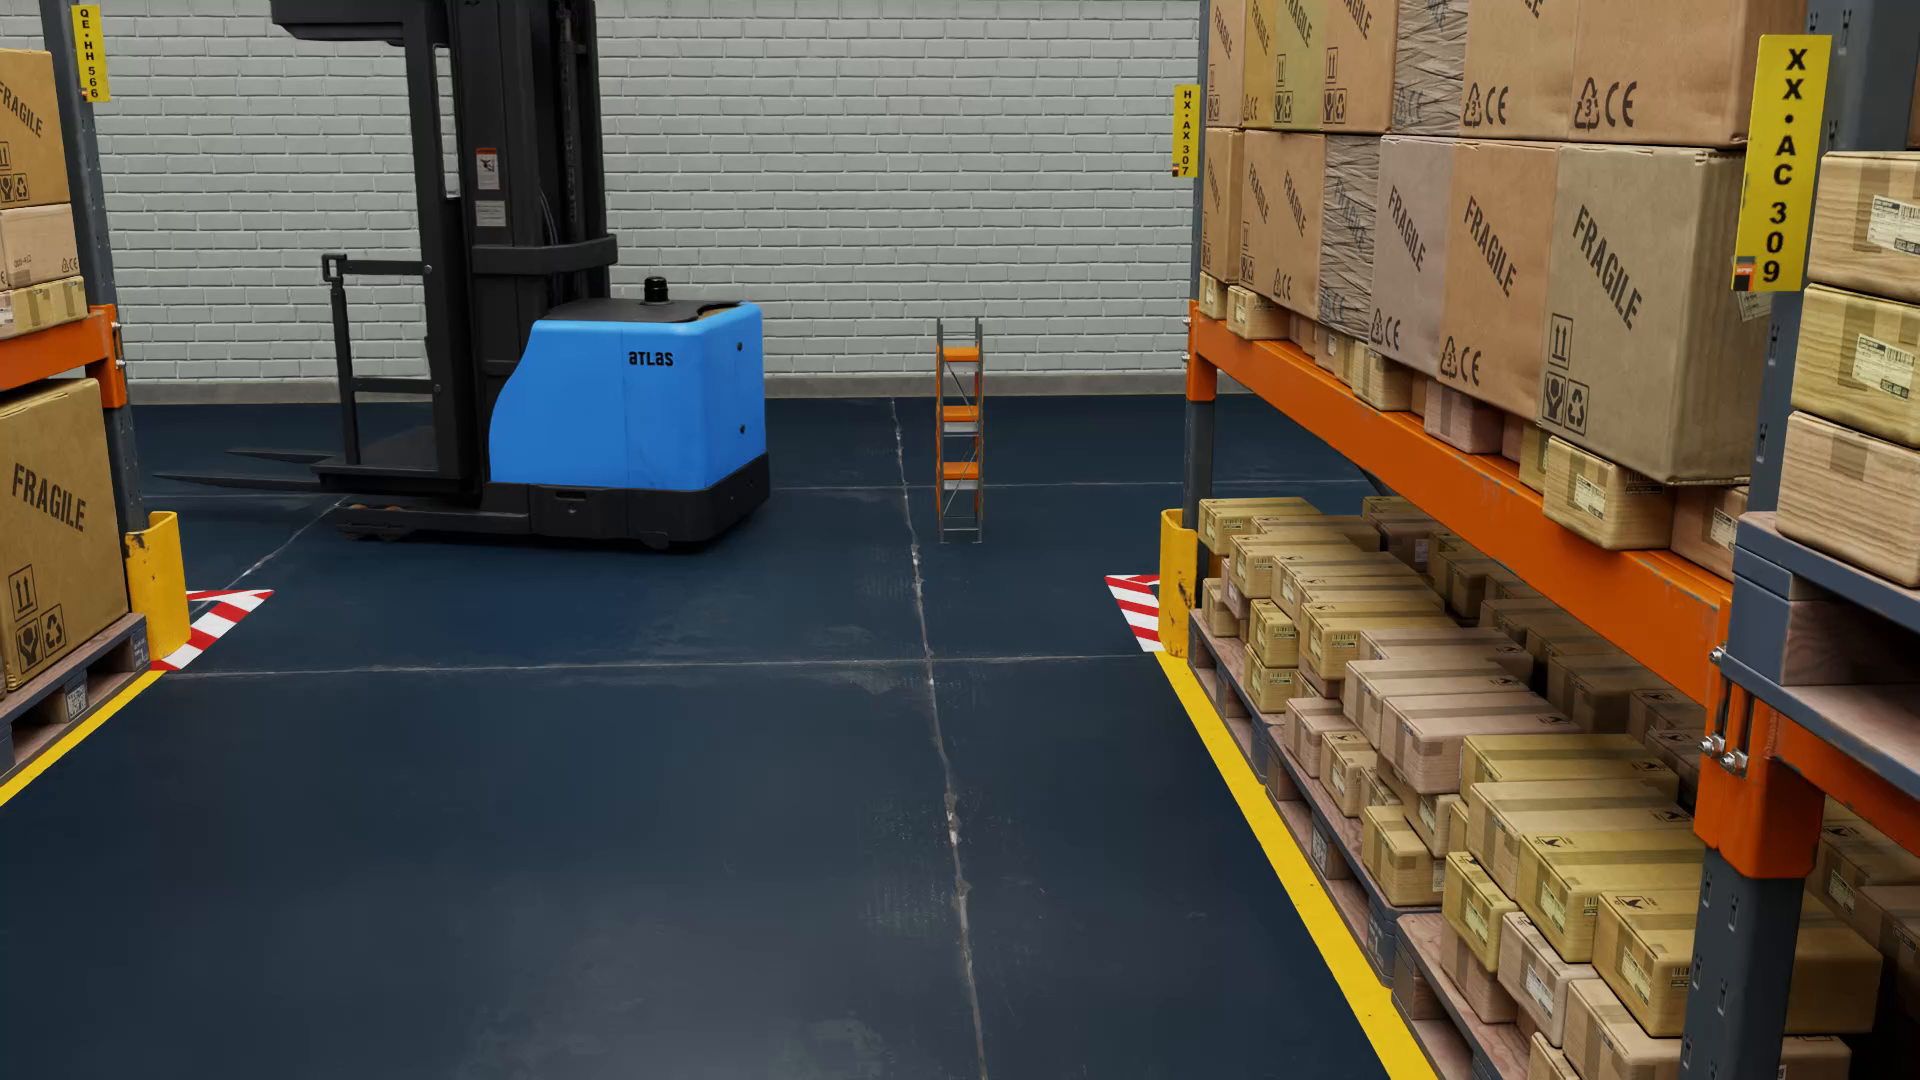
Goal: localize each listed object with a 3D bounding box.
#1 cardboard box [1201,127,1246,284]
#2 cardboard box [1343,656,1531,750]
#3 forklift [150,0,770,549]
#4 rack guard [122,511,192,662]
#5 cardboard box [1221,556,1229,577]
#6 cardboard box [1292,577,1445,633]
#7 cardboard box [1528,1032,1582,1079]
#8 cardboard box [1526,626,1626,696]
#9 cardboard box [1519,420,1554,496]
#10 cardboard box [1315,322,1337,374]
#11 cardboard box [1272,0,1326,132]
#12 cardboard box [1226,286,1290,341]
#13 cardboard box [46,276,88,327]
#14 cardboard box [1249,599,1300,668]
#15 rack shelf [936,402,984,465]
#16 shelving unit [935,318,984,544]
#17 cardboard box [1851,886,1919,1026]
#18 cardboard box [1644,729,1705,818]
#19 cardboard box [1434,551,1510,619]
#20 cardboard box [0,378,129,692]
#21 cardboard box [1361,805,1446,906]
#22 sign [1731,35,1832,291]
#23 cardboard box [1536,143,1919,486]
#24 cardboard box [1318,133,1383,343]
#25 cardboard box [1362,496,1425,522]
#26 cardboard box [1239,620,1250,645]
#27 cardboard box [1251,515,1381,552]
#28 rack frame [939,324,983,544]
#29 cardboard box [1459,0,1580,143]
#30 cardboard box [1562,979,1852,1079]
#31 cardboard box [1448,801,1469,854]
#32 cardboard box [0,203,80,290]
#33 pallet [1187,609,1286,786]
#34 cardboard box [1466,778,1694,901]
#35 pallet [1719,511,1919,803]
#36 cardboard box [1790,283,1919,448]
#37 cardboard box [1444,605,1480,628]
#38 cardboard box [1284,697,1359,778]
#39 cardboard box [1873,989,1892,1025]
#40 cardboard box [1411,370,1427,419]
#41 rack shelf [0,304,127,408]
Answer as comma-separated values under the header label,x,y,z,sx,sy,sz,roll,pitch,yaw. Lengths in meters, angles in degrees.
label,x,y,z,sx,sy,sz,roll,pitch,yaw
cardboard box,1.118,-1.151,5.681,0.500,0.500,0.500,0,14,-1
cardboard box,1.178,0.402,4.128,0.380,0.149,0.250,-1,14,-5
forklift,-2.553,-1.540,8.130,3.031,2.935,1.130,3,15,11
rack guard,-3.592,0.182,6.315,1.175,0.500,0.348,-1,14,-3
cardboard box,1.142,0.094,5.925,0.380,0.149,0.250,0,14,-1
cardboard box,1.190,0.212,4.869,0.380,0.149,0.250,0,14,-1
cardboard box,1.249,1.006,2.976,0.380,0.149,0.250,-1,14,-3
cardboard box,1.728,0.332,4.400,0.380,0.149,0.250,-1,14,-3
cardboard box,1.281,-0.155,3.112,0.380,0.149,0.250,0,14,-1
cardboard box,1.211,-0.544,4.626,0.380,0.149,0.250,-1,14,-5
cardboard box,1.176,-1.380,4.565,0.500,0.500,0.500,-1,14,-5
cardboard box,1.079,-0.736,5.372,0.380,0.149,0.250,-1,14,-5
cardboard box,-3.240,-0.817,5.688,0.380,0.149,0.250,-1,14,-2
cardboard box,1.114,0.288,5.171,0.380,0.149,0.250,0,14,-2
rack shelf,-0.003,-0.511,7.950,0.215,0.259,0.240,-1,14,-3
shelving unit,-0.003,-0.522,7.947,0.215,1.050,0.252,-1,14,-3
cardboard box,1.799,0.721,2.888,0.380,0.149,0.250,0,14,-1
cardboard box,1.737,0.525,3.650,0.380,0.149,0.250,-1,14,-5
cardboard box,1.705,0.134,5.170,0.380,0.149,0.250,-1,15,-6
cardboard box,-3.471,-0.039,5.579,0.875,0.875,0.875,-1,14,-3
cardboard box,1.185,0.748,3.976,0.380,0.149,0.250,-1,14,-4
sign,1.073,-0.488,2.166,0.100,0.325,0.005,-1,14,-3
cardboard box,1.302,-0.388,2.715,0.500,0.500,0.500,-1,14,-3
cardboard box,1.232,-0.769,4.198,0.500,0.500,0.500,-1,14,-5
cardboard box,1.652,-0.057,5.913,0.380,0.149,0.250,-1,14,-3
cardboard box,1.177,0.302,5.710,0.380,0.149,0.250,-1,14,-4
cardboard box,1.196,0.017,5.623,0.380,0.149,0.250,-1,14,-2
rack frame,0.004,-0.491,7.829,0.200,1.050,0.008,-1,14,-3
cardboard box,1.277,-0.997,3.078,0.500,0.500,0.500,-1,14,-5
cardboard box,1.277,0.881,2.865,0.380,0.149,0.250,-1,14,-2
cardboard box,1.296,0.683,3.632,0.380,0.149,0.250,-1,14,-3
cardboard box,-3.296,-0.978,5.510,0.500,0.250,0.500,-1,14,-4
pallet,1.386,0.498,5.667,1.003,0.211,1.213,-1,14,-3
cardboard box,1.254,0.601,3.356,0.380,0.149,0.250,-1,14,-4
pallet,1.516,0.206,1.591,1.003,0.211,1.213,-1,14,-3
cardboard box,1.179,-0.200,1.848,0.380,0.149,0.250,-1,14,-3
cardboard box,1.631,0.284,5.185,0.380,0.149,0.250,-1,14,-4
cardboard box,1.145,0.555,4.730,0.380,0.149,0.250,-2,15,-6
cardboard box,1.805,0.797,3.189,0.380,0.149,0.250,-1,14,-3
cardboard box,1.280,-0.350,3.873,0.380,0.149,0.250,-1,14,-4
rack shelf,-3.467,-0.177,4.137,1.077,0.370,4.000,-1,14,-3
